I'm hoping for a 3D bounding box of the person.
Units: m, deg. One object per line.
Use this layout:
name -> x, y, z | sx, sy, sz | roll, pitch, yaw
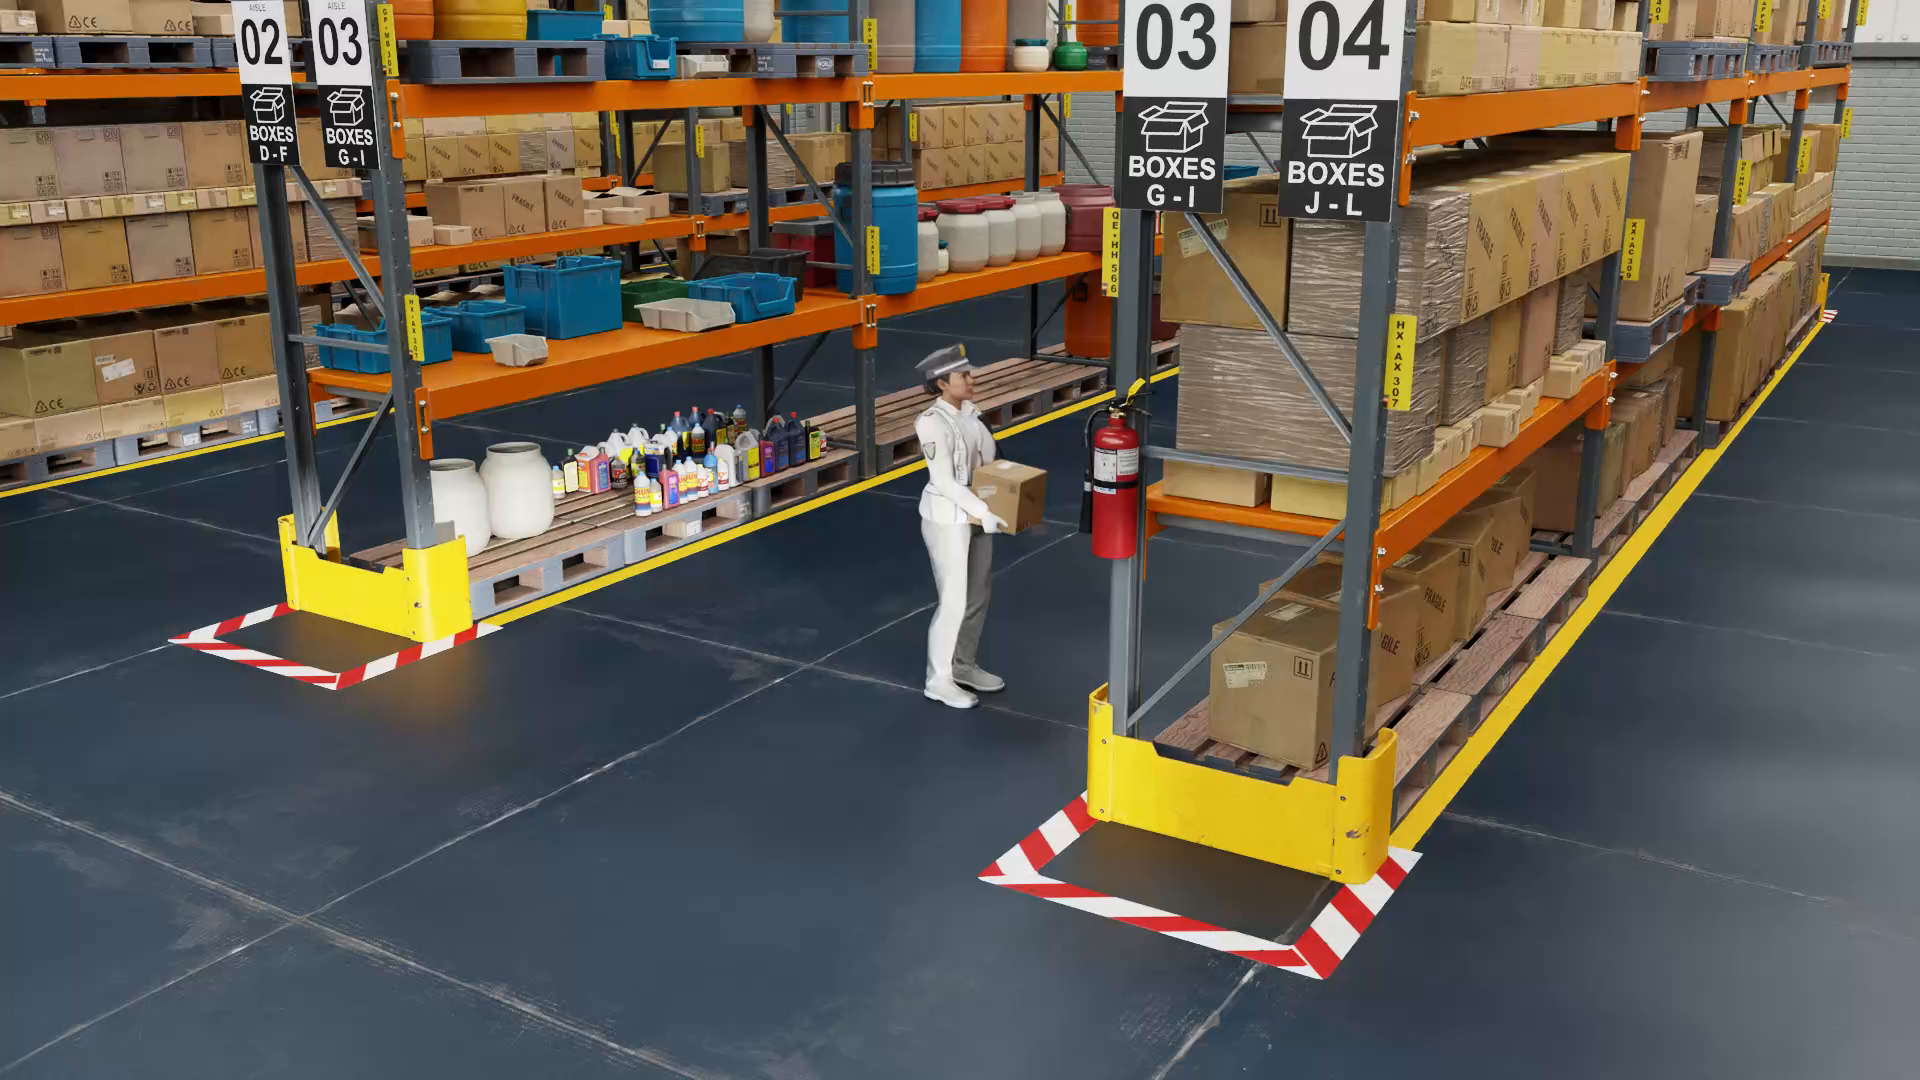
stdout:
person -> 0.051, -0.071, 7.729 | 0.563, 1.686, 0.460 | 10, 19, 30
